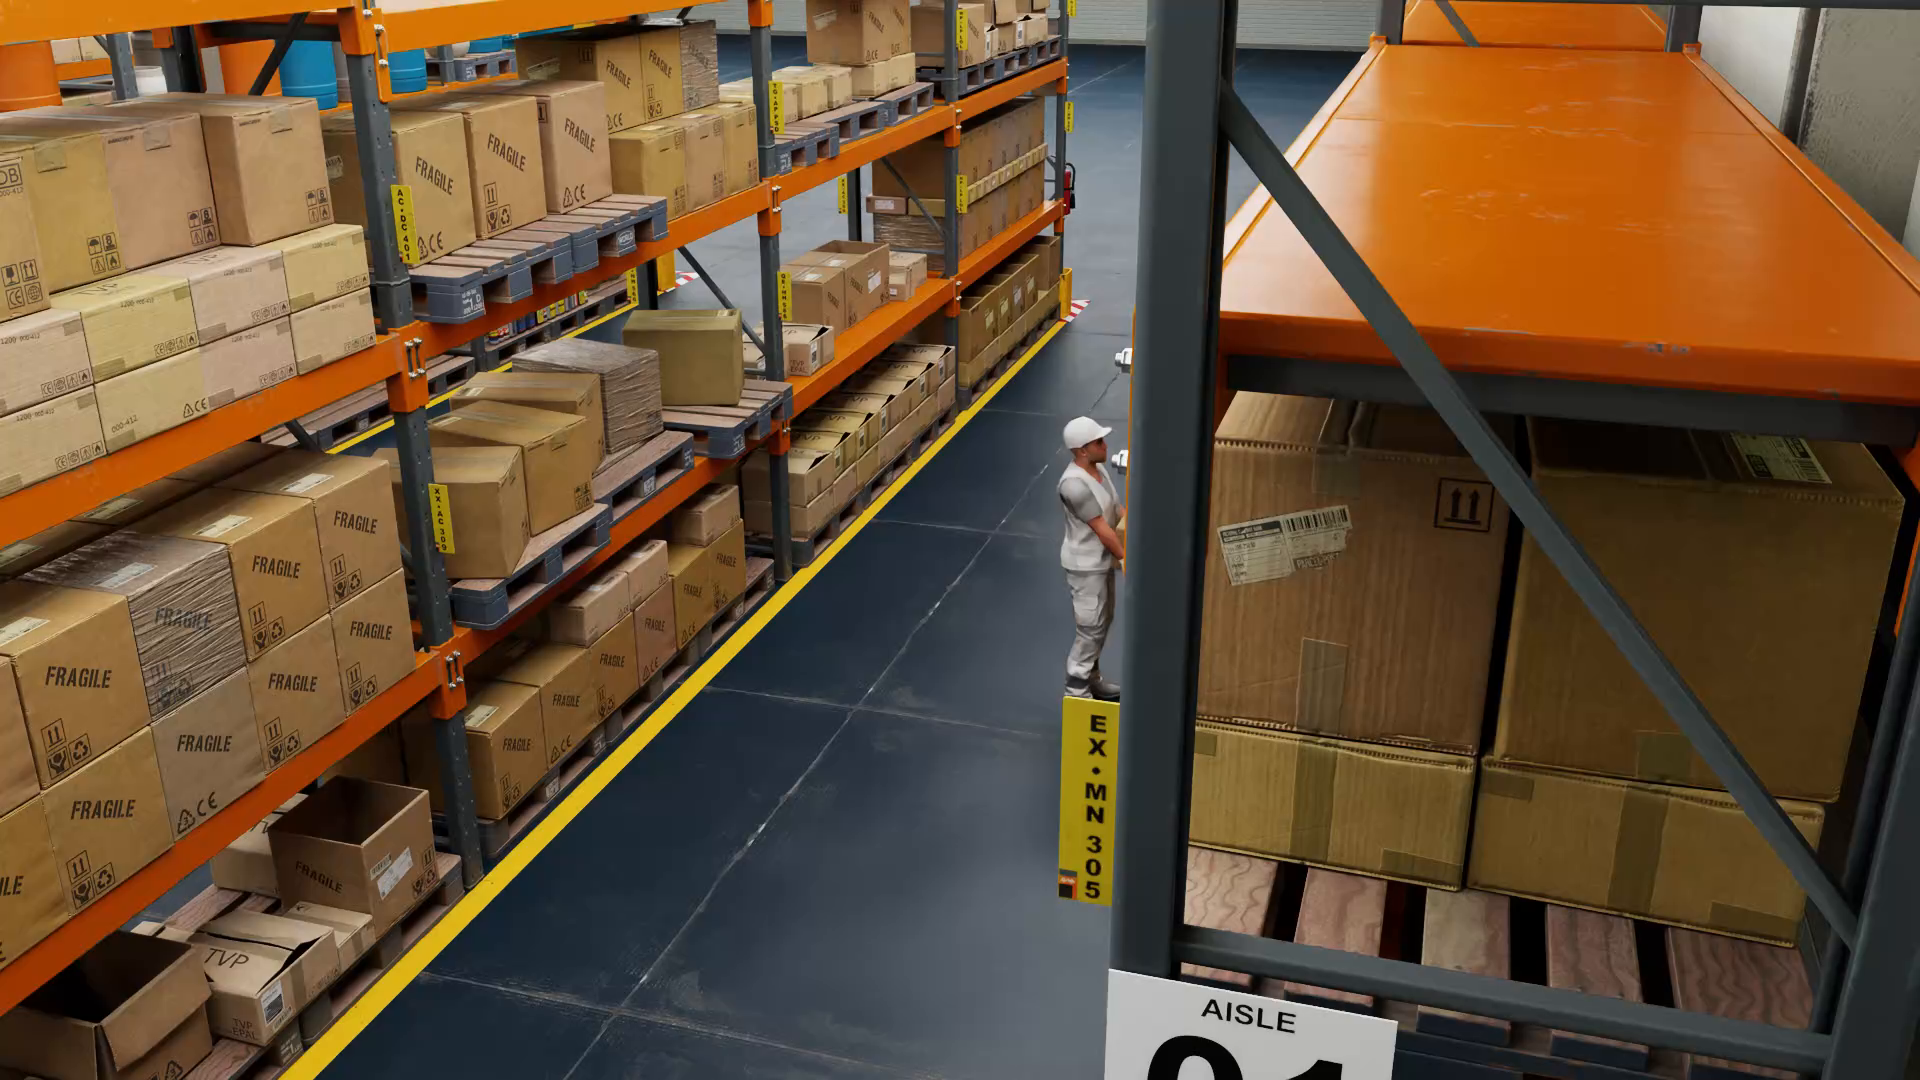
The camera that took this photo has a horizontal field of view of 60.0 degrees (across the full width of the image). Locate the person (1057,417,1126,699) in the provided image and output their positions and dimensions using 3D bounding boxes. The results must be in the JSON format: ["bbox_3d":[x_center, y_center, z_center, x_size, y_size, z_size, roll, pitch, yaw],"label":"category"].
[{"bbox_3d":[0.861,0.158,9.668,0.573,1.782,0.493,7,23,16],"label":"person"}]
